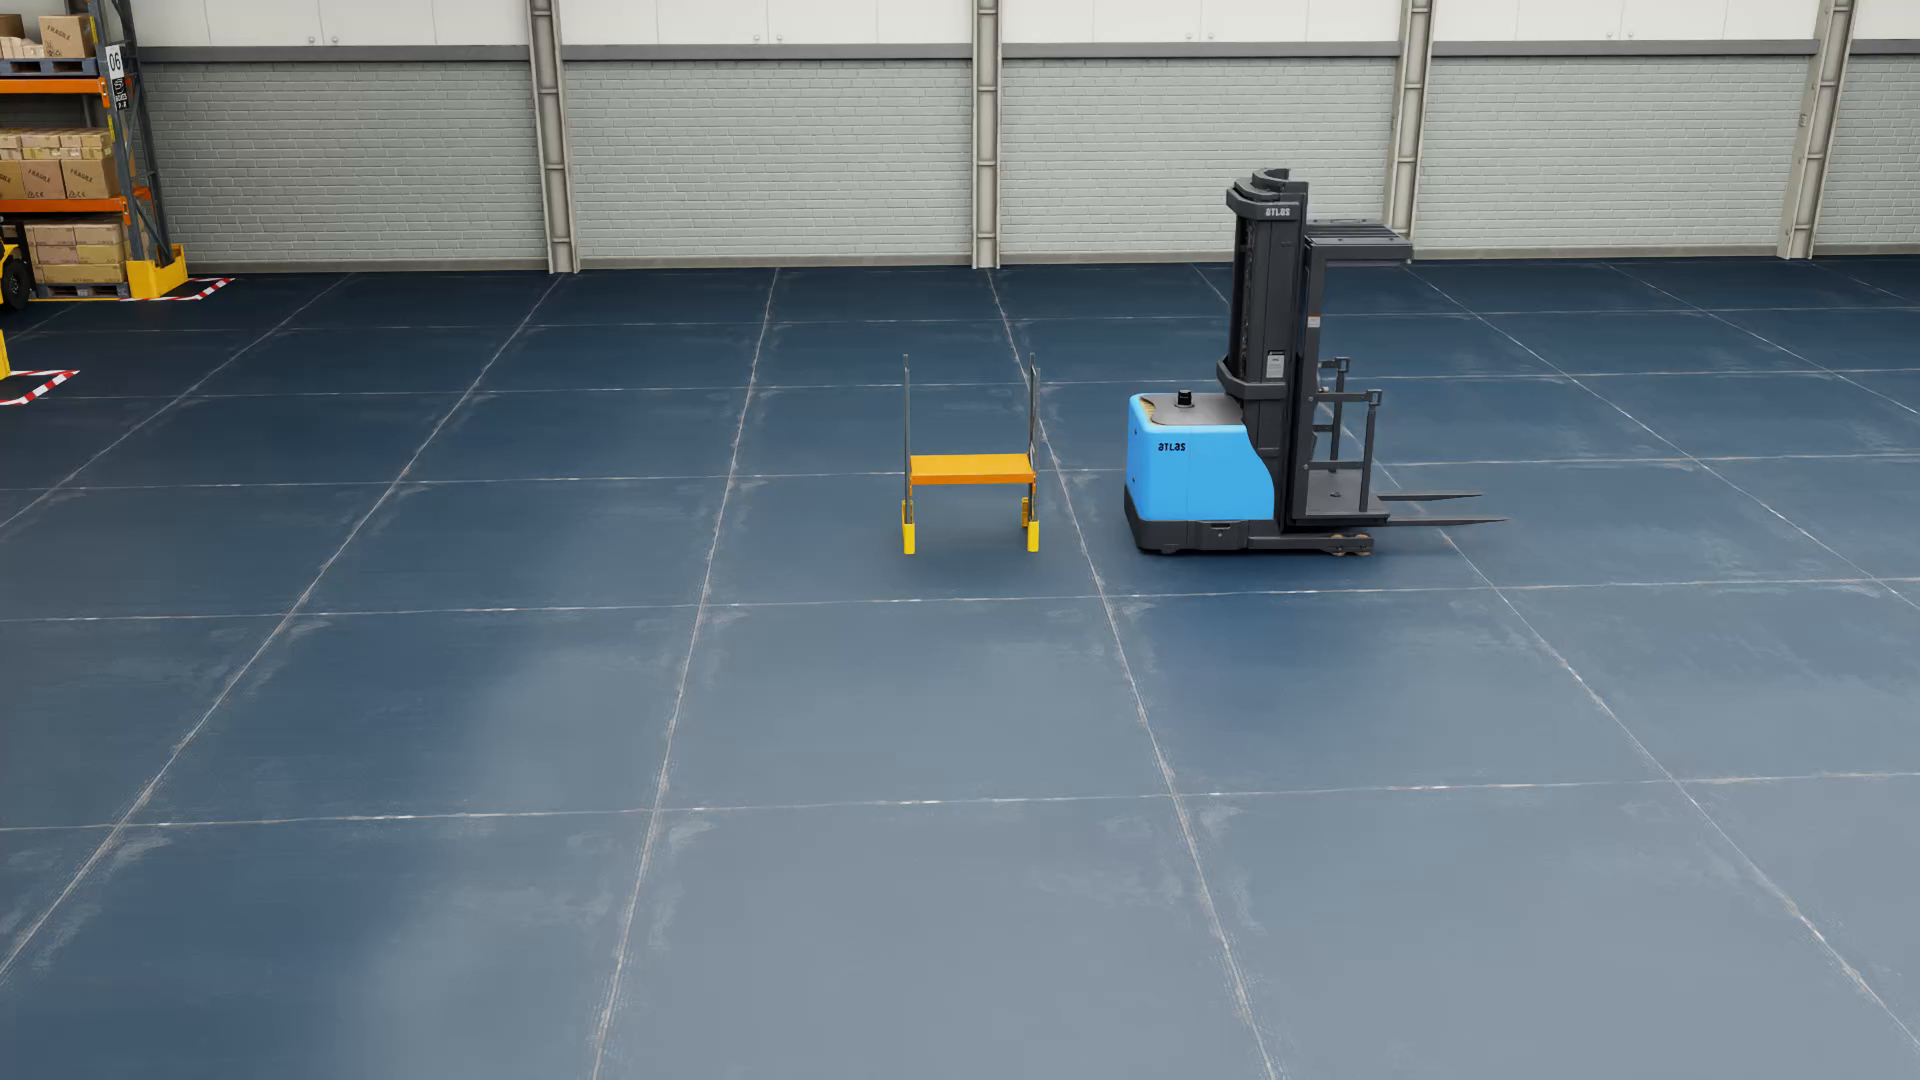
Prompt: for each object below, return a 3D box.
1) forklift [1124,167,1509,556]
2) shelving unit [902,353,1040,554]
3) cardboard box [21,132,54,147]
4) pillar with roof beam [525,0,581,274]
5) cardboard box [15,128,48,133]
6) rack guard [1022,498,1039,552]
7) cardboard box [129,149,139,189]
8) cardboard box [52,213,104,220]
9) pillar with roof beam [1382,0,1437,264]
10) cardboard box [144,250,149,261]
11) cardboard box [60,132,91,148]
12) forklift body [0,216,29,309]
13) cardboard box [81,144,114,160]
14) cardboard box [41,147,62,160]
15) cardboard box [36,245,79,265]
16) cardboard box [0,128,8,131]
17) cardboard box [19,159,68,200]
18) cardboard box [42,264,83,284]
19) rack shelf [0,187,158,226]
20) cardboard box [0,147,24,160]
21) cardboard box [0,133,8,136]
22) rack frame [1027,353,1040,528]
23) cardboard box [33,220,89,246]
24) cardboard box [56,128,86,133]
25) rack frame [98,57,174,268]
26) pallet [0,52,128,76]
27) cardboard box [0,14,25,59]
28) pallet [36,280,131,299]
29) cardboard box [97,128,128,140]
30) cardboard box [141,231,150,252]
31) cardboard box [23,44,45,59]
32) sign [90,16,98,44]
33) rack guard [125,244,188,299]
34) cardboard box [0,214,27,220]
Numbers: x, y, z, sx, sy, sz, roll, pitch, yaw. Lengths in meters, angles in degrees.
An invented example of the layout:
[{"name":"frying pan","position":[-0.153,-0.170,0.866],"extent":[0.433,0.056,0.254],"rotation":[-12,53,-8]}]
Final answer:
[{"name":"forklift","position":[2.917,-1.431,13.261],"extent":[3.031,2.935,1.130],"rotation":[-1,21,-2]},{"name":"shelving unit","position":[0.076,-0.702,13.358],"extent":[1.083,1.500,0.587],"rotation":[-1,21,-3]},{"name":"cardboard box","position":[-11.969,-5.200,21.593],"extent":[0.250,0.149,0.380],"rotation":[-1,21,-3]},{"name":"pillar with roof beam","position":[-5.377,-6.505,18.060],"extent":[0.400,9.000,9.100],"rotation":[-1,21,-3]},{"name":"cardboard box","position":[-12.249,-5.343,21.969],"extent":[0.250,0.149,0.380],"rotation":[-1,21,-1]},{"name":"rack guard","position":[0.573,-0.128,13.607],"extent":[0.087,0.250,0.587],"rotation":[-1,21,-3]},{"name":"cardboard box","position":[-11.377,-4.938,22.235],"extent":[0.500,0.500,0.500],"rotation":[0,21,-1]},{"name":"cardboard box","position":[-11.856,-4.227,22.377],"extent":[0.500,0.250,0.500],"rotation":[-1,21,-3]},{"name":"pillar with roof beam","position":[6.603,-6.749,18.700],"extent":[0.400,9.000,9.100],"rotation":[-1,21,-3]},{"name":"cardboard box","position":[-11.368,-3.773,22.591],"extent":[0.500,0.250,0.500],"rotation":[-1,21,-3]},{"name":"cardboard box","position":[-11.456,-5.193,21.576],"extent":[0.250,0.149,0.380],"rotation":[-1,21,-3]},{"name":"forklift body","position":[-12.655,-3.719,20.367],"extent":[1.214,2.155,2.313],"rotation":[-1,21,-3]},{"name":"cardboard box","position":[-11.196,-5.046,21.607],"extent":[0.250,0.149,0.380],"rotation":[-1,21,-2]},{"name":"cardboard box","position":[-11.713,-5.047,21.609],"extent":[0.250,0.149,0.380],"rotation":[-1,21,-2]},{"name":"cardboard box","position":[-11.836,-3.820,22.011],"extent":[0.500,0.250,0.500],"rotation":[-1,21,-4]},{"name":"cardboard box","position":[-12.760,-5.339,21.959],"extent":[0.250,0.149,0.380],"rotation":[-1,21,-3]},{"name":"cardboard box","position":[-11.861,-4.739,21.712],"extent":[0.500,0.500,0.500],"rotation":[-1,21,-1]},{"name":"cardboard box","position":[-11.814,-3.585,22.097],"extent":[0.500,0.250,0.500],"rotation":[-1,21,-3]},{"name":"rack shelf","position":[-12.863,-4.426,22.041],"extent":[4.000,0.370,1.077],"rotation":[-1,21,-3]},{"name":"cardboard box","position":[-12.225,-5.024,21.548],"extent":[0.250,0.149,0.380],"rotation":[-2,21,-5]},{"name":"cardboard box","position":[-12.480,-5.148,21.456],"extent":[0.250,0.149,0.380],"rotation":[-1,21,-2]},{"name":"rack frame","position":[0.593,-0.713,13.386],"extent":[0.032,1.500,0.500],"rotation":[-1,21,-3]},{"name":"cardboard box","position":[-11.818,-4.049,21.908],"extent":[0.500,0.250,0.500],"rotation":[-1,21,-2]},{"name":"cardboard box","position":[-11.740,-5.357,22.005],"extent":[0.250,0.149,0.380],"rotation":[-1,21,-2]},{"name":"rack frame","position":[-10.866,-4.803,22.020],"extent":[0.127,3.000,1.000],"rotation":[-1,21,-3]},{"name":"pallet","position":[-11.574,-6.158,21.488],"extent":[1.213,0.211,1.003],"rotation":[-1,21,-3]},{"name":"cardboard box","position":[-12.323,-6.413,21.163],"extent":[0.500,0.500,0.700],"rotation":[-1,21,-3]},{"name":"pallet","position":[-11.627,-3.469,22.436],"extent":[1.213,0.211,1.003],"rotation":[-1,21,-3]},{"name":"cardboard box","position":[-11.214,-5.361,22.015],"extent":[0.250,0.149,0.380],"rotation":[-2,21,-4]},{"name":"cardboard box","position":[-11.348,-4.012,22.514],"extent":[0.500,0.250,0.500],"rotation":[-1,21,-2]},{"name":"cardboard box","position":[-11.676,-6.205,21.111],"extent":[0.250,0.149,0.380],"rotation":[-2,21,-5]},{"name":"sign","position":[-10.849,-6.388,20.836],"extent":[0.005,0.325,0.100],"rotation":[-1,21,-3]},{"name":"rack guard","position":[-10.842,-3.635,22.466],"extent":[0.348,0.500,1.175],"rotation":[-1,21,-3]},{"name":"cardboard box","position":[-12.868,-4.213,22.340],"extent":[0.500,0.250,0.500],"rotation":[-2,21,-4]}]
